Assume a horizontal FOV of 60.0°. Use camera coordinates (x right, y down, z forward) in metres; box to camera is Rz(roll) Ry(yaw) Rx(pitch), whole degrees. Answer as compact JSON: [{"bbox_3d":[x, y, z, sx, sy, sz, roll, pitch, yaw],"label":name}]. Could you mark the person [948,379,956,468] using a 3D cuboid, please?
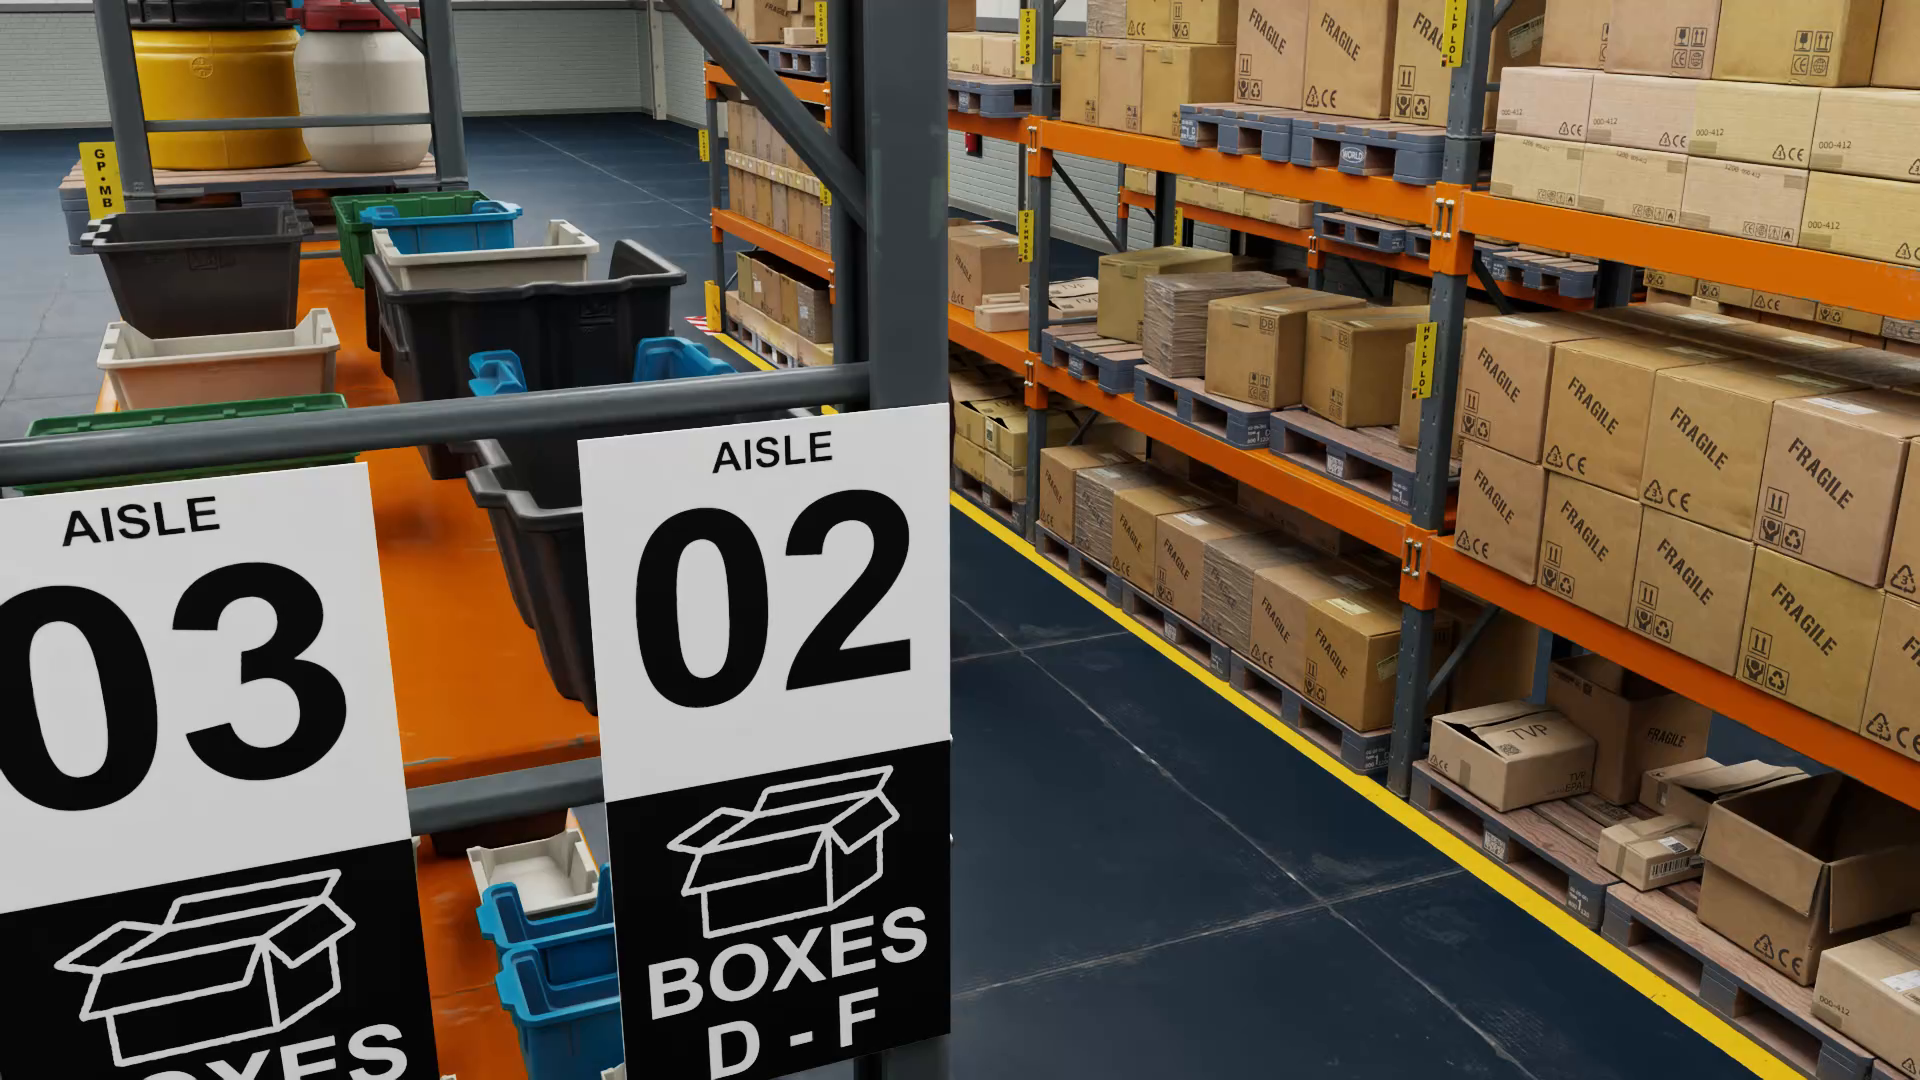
[{"bbox_3d":[-0.342,-0.378,9.692,0.623,1.817,0.450,-6,20,-18],"label":"person"}]
